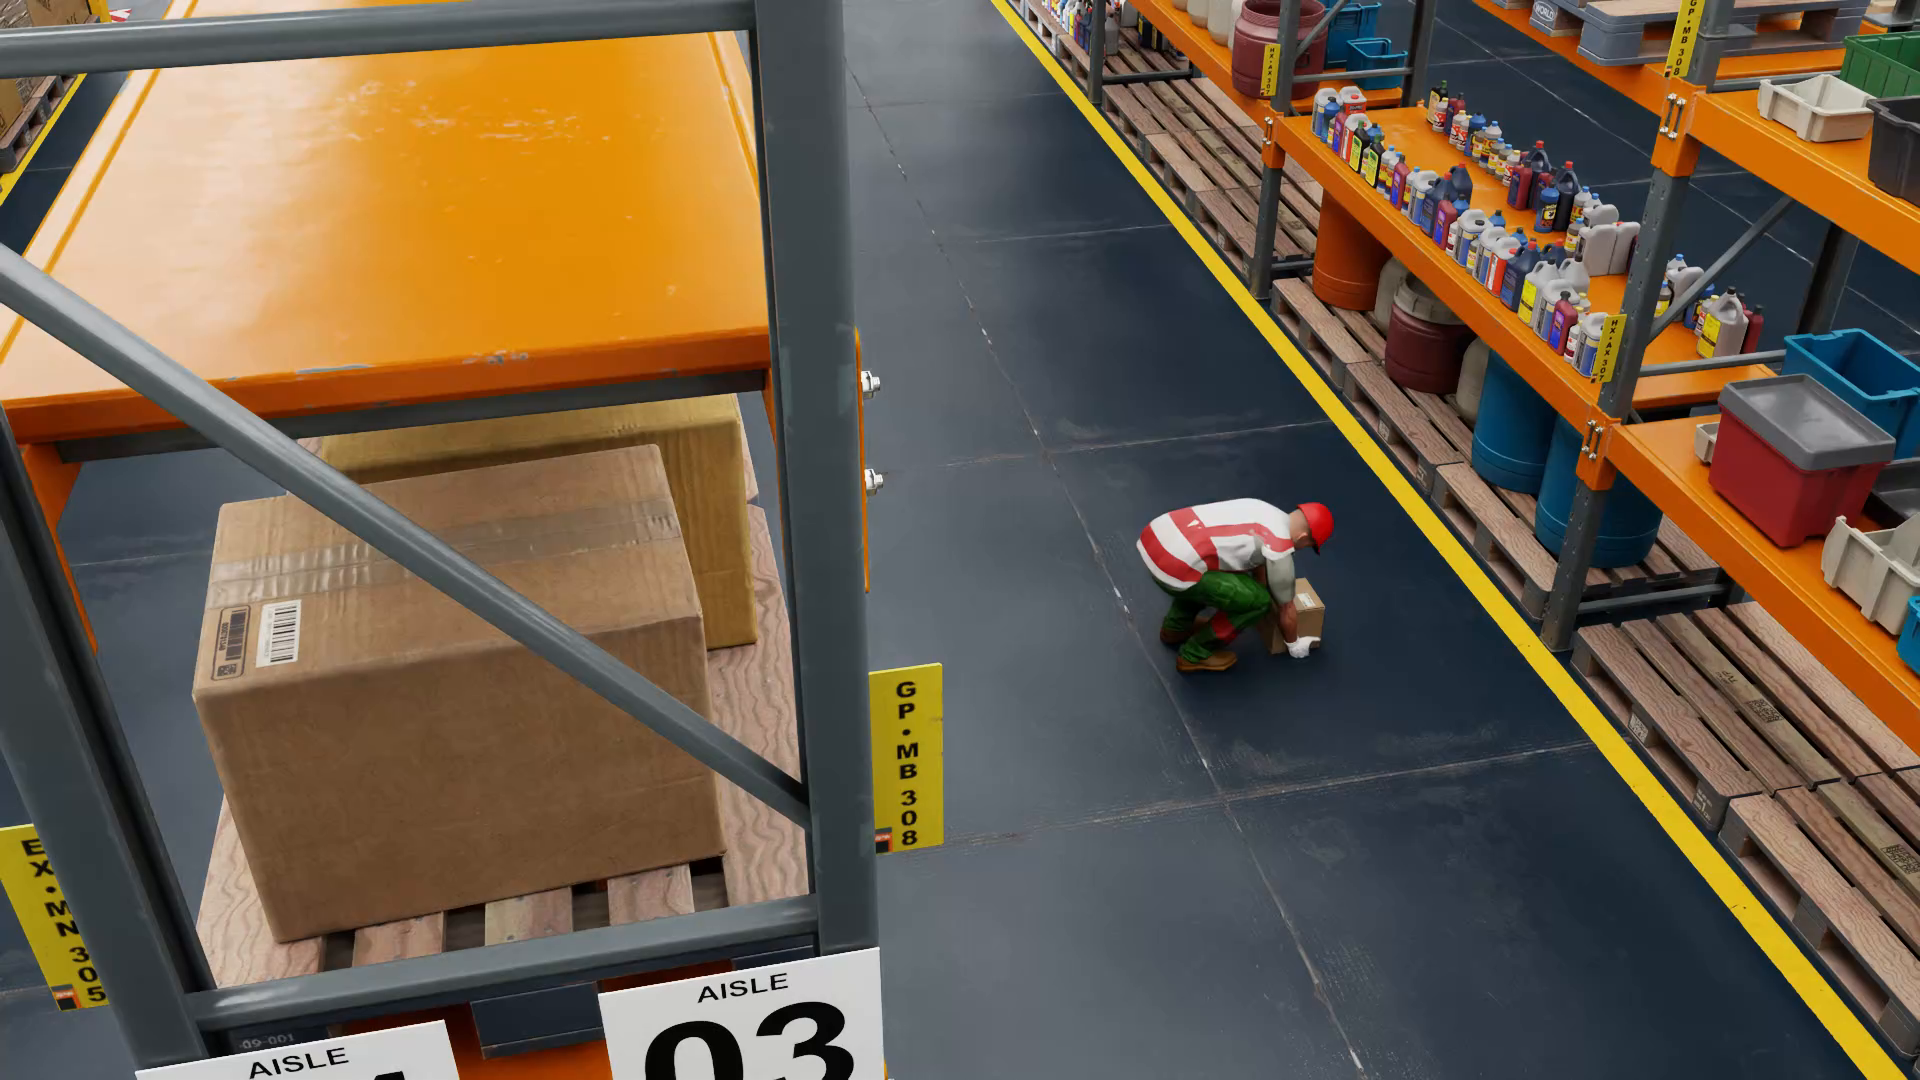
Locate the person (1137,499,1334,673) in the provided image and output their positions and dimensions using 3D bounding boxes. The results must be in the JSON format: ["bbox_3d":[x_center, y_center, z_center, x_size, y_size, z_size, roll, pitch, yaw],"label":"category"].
[{"bbox_3d":[1.315,0.193,7.953,0.966,0.831,0.527,-8,35,-12],"label":"person"}]
